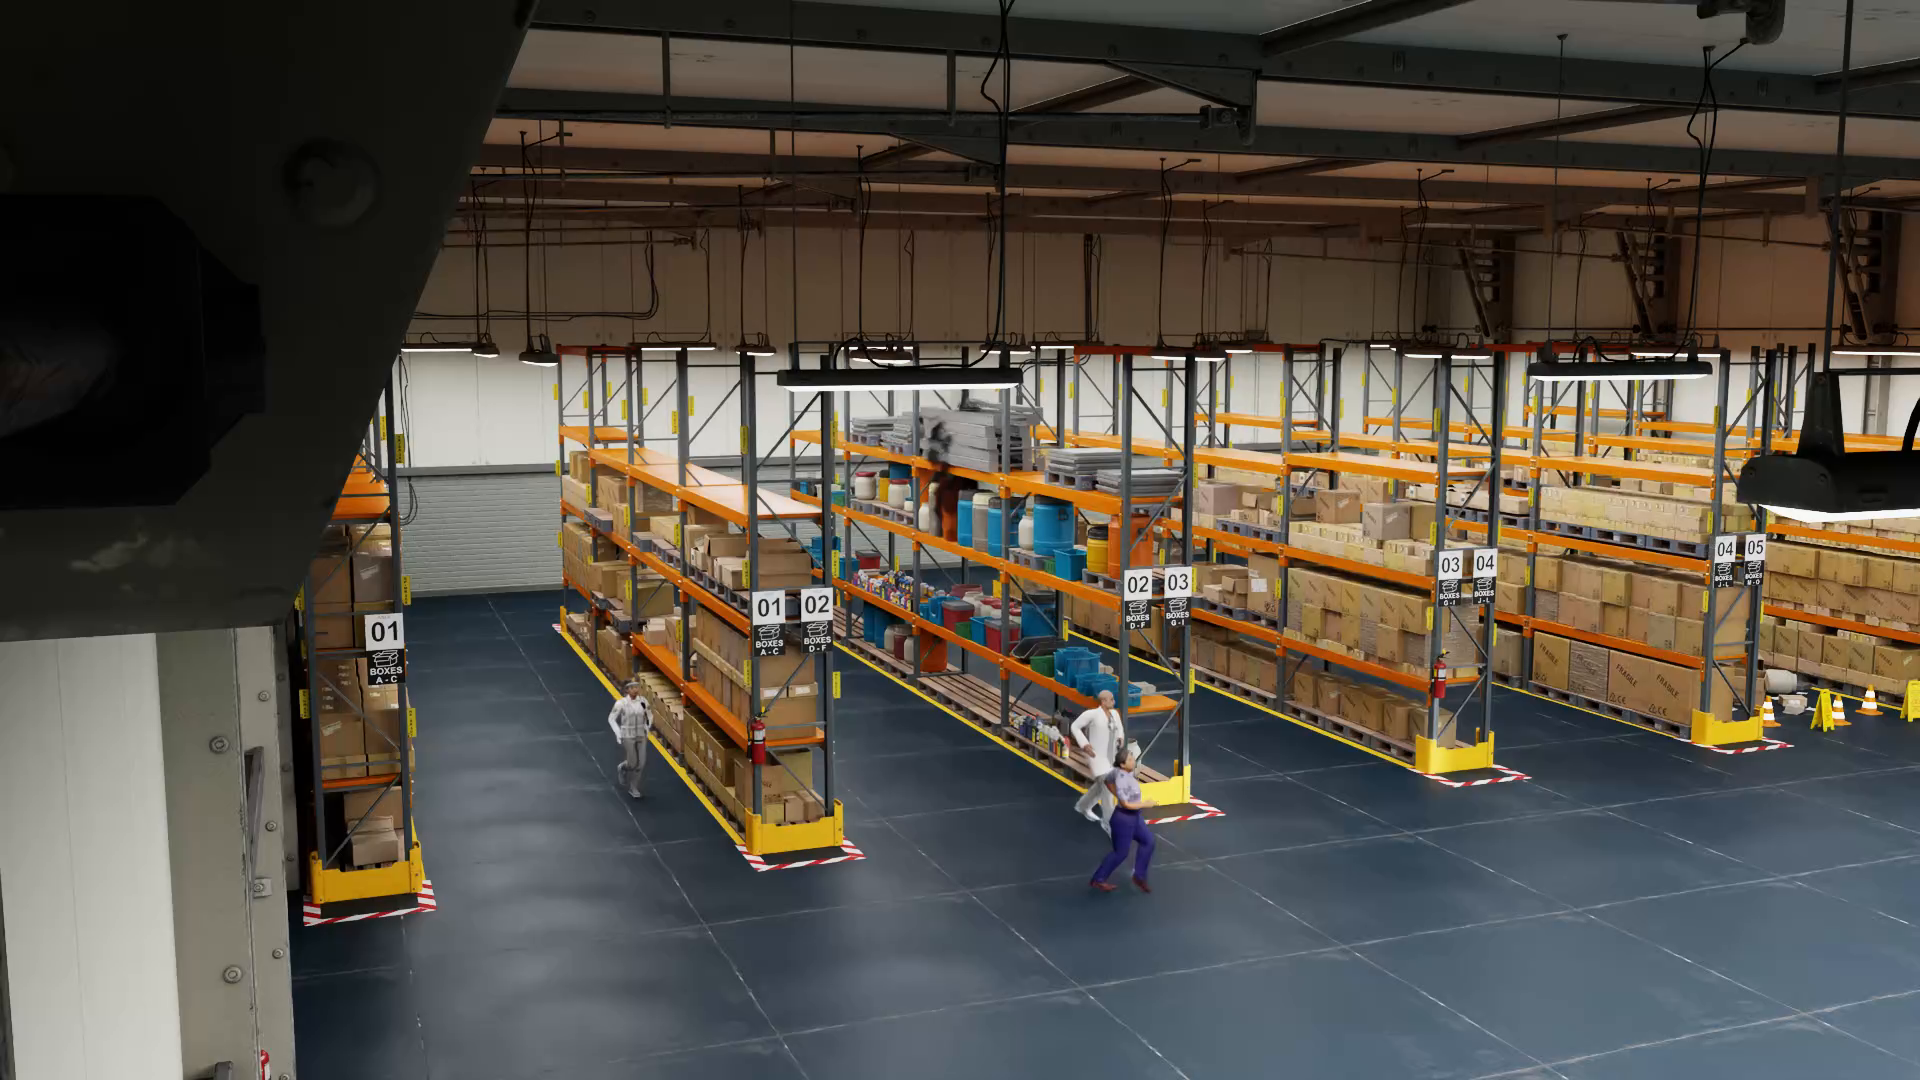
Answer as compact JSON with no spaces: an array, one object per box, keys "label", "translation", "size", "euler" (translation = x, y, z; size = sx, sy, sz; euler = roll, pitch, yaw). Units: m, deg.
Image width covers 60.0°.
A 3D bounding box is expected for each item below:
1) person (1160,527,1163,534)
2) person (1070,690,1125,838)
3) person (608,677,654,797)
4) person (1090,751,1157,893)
[{"label":"person","translation":[4.713,0.544,38.855],"size":[0.767,1.748,0.662],"euler":[-1,7,-5]},{"label":"person","translation":[1.825,2.791,21.025],"size":[0.995,1.806,0.706],"euler":[7,10,44]},{"label":"person","translation":[-4.425,2.660,22.547],"size":[0.614,1.650,0.552],"euler":[-4,8,-31]},{"label":"person","translation":[1.845,3.180,18.688],"size":[0.731,1.683,0.608],"euler":[1,7,12]}]
